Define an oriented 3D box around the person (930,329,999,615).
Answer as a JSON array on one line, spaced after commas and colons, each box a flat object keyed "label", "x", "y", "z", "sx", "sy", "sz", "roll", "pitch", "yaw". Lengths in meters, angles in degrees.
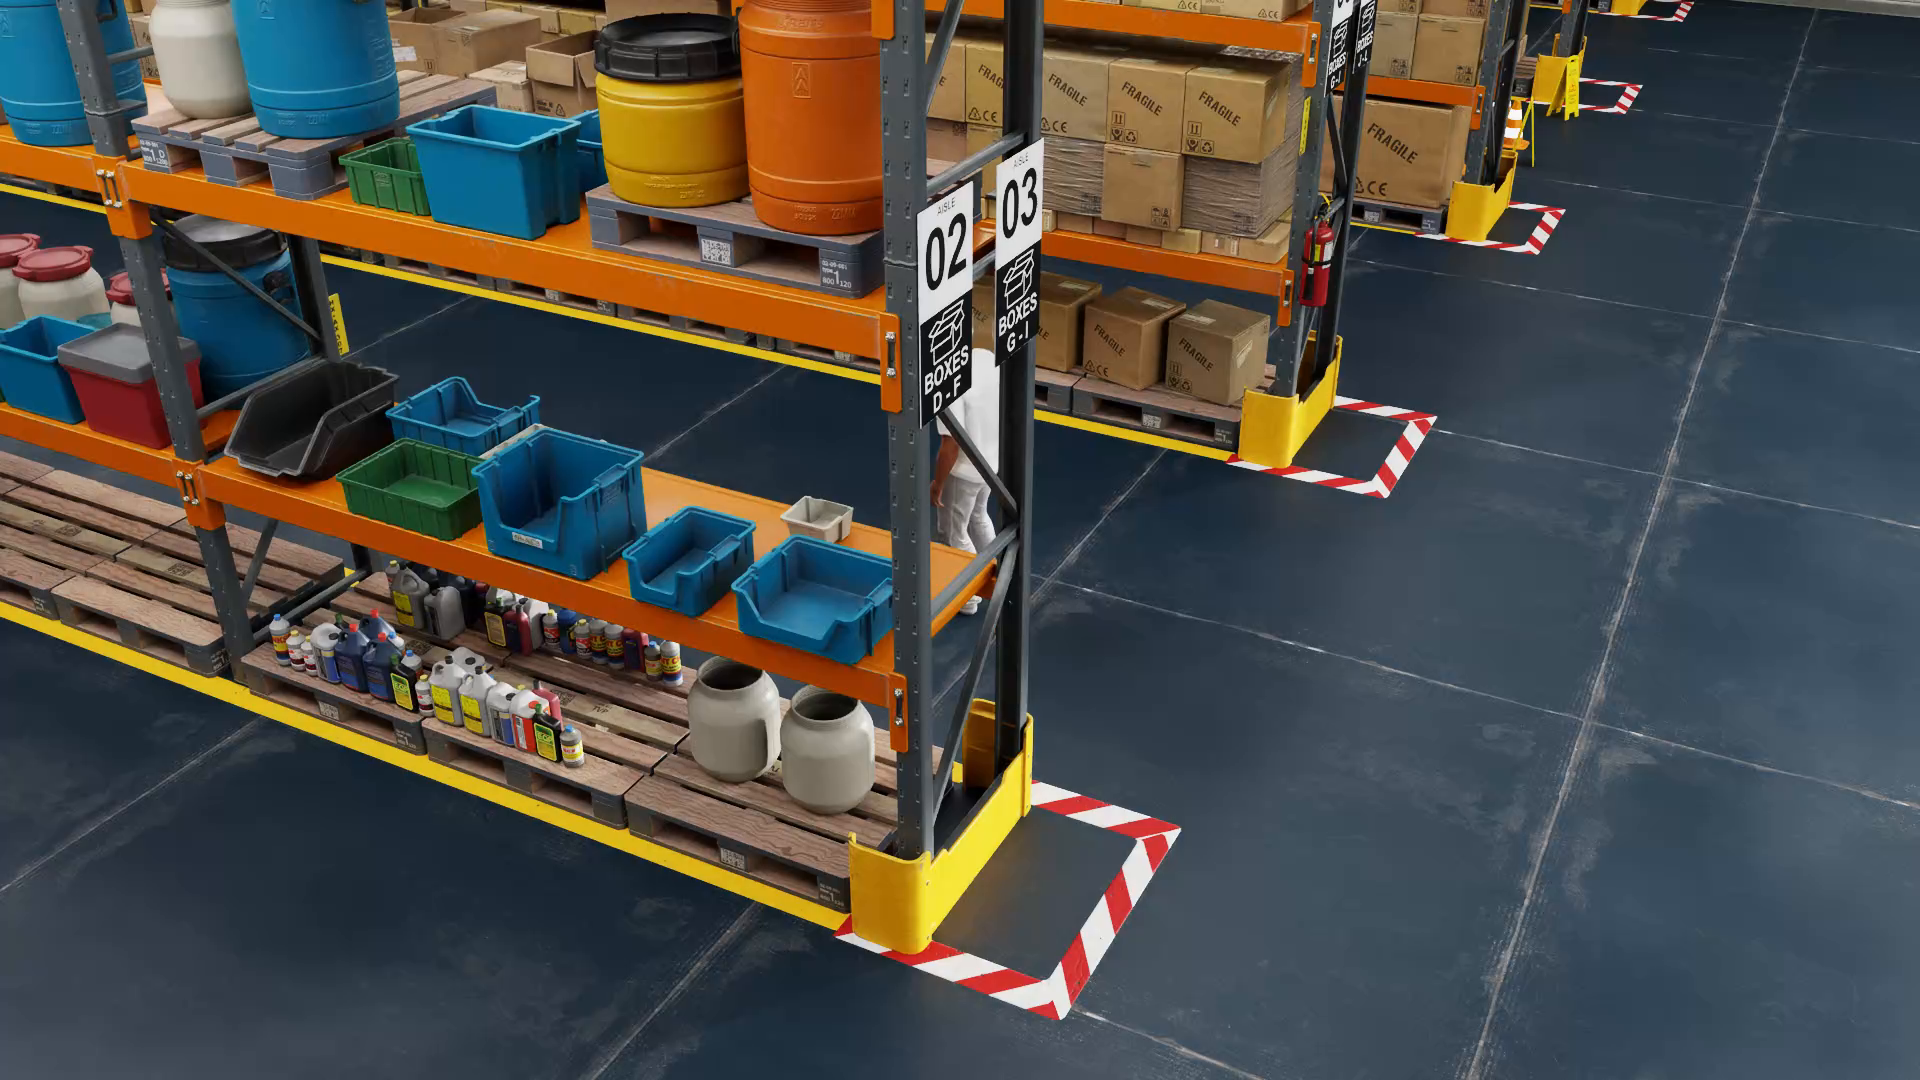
[{"label": "person", "x": 0.011, "y": -0.431, "z": 9.025, "sx": 0.463, "sy": 1.760, "sz": 0.631, "roll": 14, "pitch": 33, "yaw": 23}]
